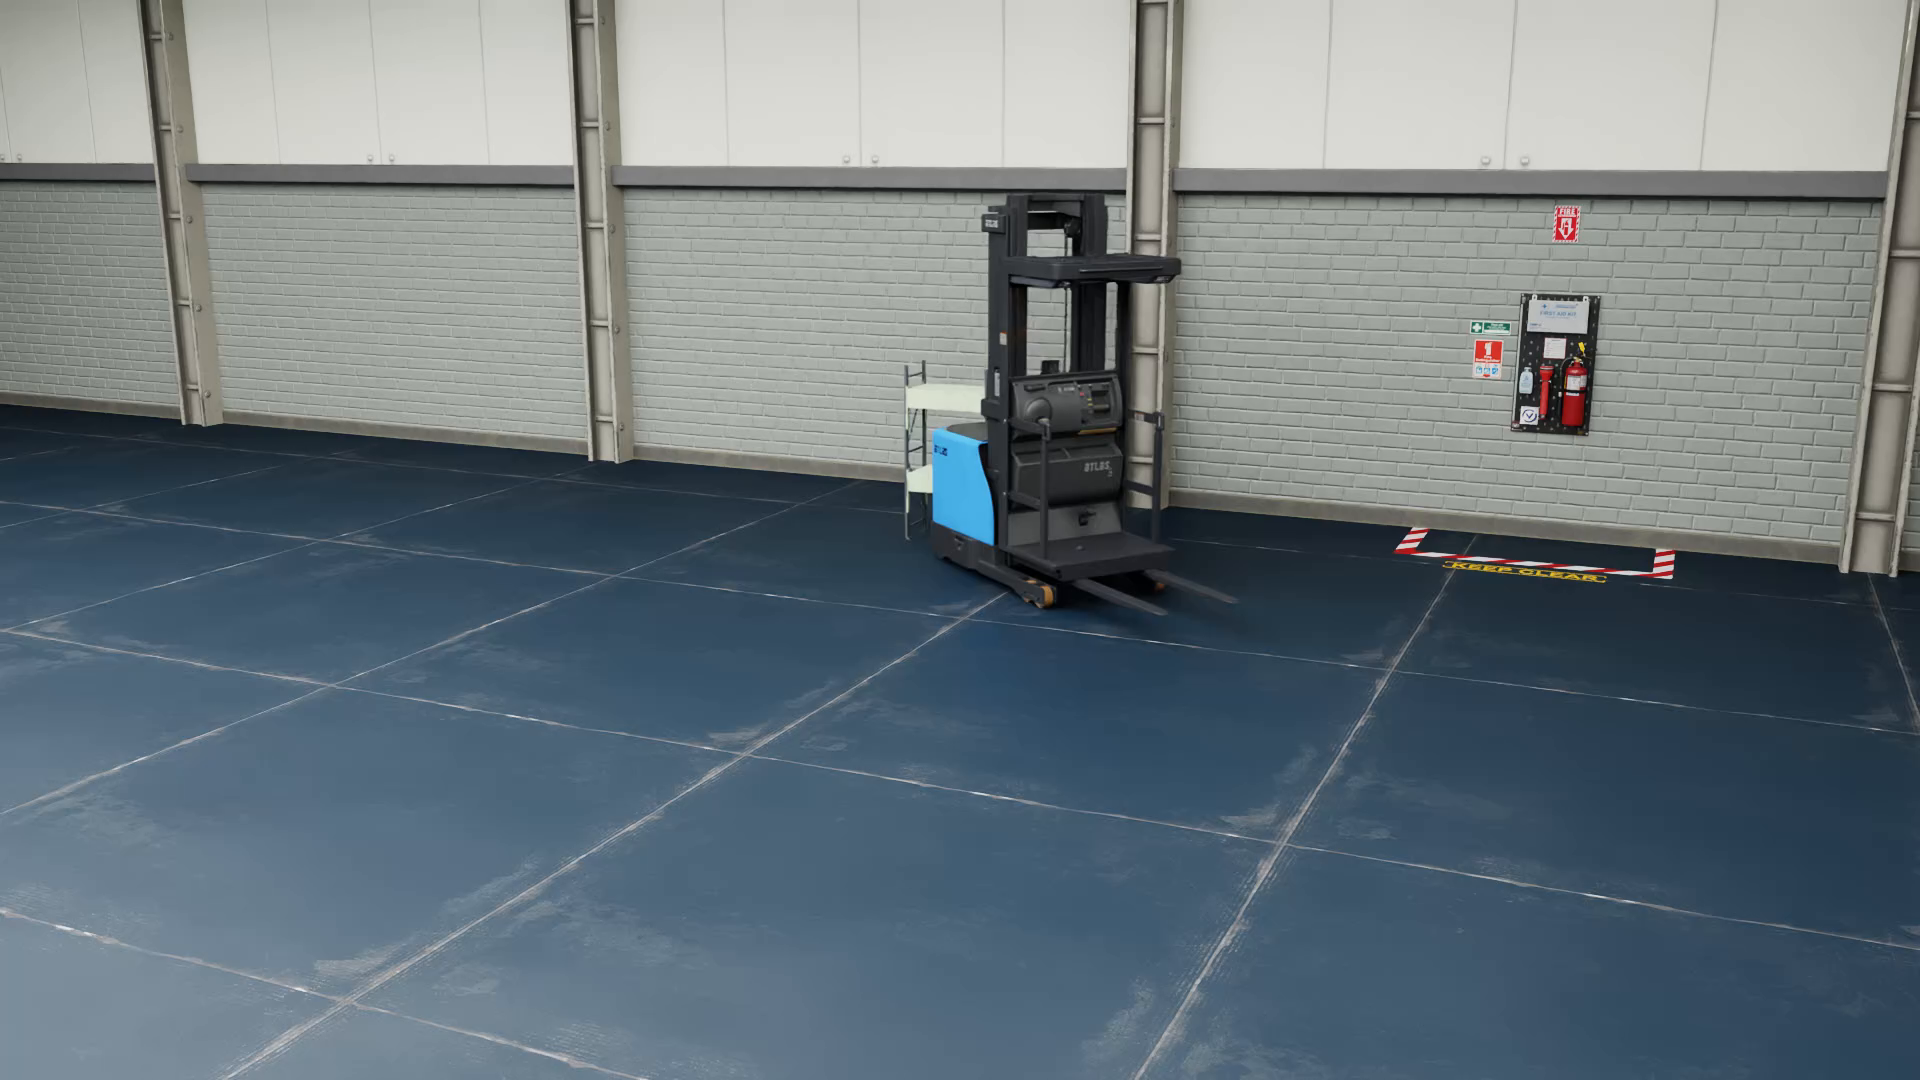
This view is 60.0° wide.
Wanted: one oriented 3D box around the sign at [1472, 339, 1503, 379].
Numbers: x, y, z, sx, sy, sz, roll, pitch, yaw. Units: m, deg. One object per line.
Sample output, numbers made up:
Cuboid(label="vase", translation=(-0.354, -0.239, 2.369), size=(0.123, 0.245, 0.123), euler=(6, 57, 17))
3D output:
Cuboid(label="sign", translation=(4.506, -1.545, 14.196), size=(0.234, 0.329, 0.001), euler=(6, 14, 23))

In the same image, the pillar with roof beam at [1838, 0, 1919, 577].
Cuboid(label="pillar with roof beam", translation=(5.470, -3.240, 8.364), size=(0.400, 9.000, 9.100), euler=(6, 14, 23))

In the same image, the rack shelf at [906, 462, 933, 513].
Cuboid(label="rack shelf", translation=(-0.045, -0.427, 14.217), size=(0.720, 0.370, 0.431), euler=(6, 14, 22))

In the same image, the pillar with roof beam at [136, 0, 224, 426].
Cuboid(label="pillar with roof beam", translation=(-10.988, -4.906, 15.462), size=(0.400, 9.000, 9.100), euler=(6, 14, 23))

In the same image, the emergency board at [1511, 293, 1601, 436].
Cuboid(label="emergency board", translation=(4.969, -1.455, 13.890), size=(0.643, 1.169, 0.194), euler=(6, 14, 23))

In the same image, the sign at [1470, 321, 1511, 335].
Cuboid(label="sign", translation=(4.506, -1.801, 14.126), size=(0.331, 0.109, 0.001), euler=(6, 14, 23))

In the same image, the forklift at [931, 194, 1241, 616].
Cuboid(label="forklift", translation=(0.914, -1.047, 12.301), size=(1.130, 2.935, 3.031), euler=(-7, 15, -28))

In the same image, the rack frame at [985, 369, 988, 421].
Cuboid(label="rack frame", translation=(0.292, -0.711, 14.003), size=(0.023, 1.500, 0.400), euler=(6, 14, 22))

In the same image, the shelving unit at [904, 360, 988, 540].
Cuboid(label="shelving unit", translation=(-0.045, -0.744, 14.142), size=(0.755, 1.500, 0.431), euler=(6, 14, 22))

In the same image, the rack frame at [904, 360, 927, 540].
Cuboid(label="rack frame", translation=(-0.382, -0.777, 14.282), size=(0.023, 1.500, 0.400), euler=(6, 14, 22))

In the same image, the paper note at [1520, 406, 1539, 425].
Cuboid(label="paper note", translation=(4.835, -1.057, 14.122), size=(0.142, 0.148, 0.016), euler=(6, 14, 23))

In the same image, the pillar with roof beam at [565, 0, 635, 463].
Cuboid(label="pillar with roof beam", translation=(-5.502, -4.350, 13.096), size=(0.400, 9.000, 9.100), euler=(6, 14, 23))

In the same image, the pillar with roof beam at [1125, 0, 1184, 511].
Cuboid(label="pillar with roof beam", translation=(-0.016, -3.795, 10.730), size=(0.400, 9.000, 9.100), euler=(6, 14, 23))

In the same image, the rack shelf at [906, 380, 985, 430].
Cuboid(label="rack shelf", translation=(-0.045, -1.124, 14.053), size=(0.720, 0.370, 0.431), euler=(6, 14, 22))

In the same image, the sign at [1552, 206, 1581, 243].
Cuboid(label="sign", translation=(5.002, -2.605, 13.717), size=(0.199, 0.298, 0.001), euler=(6, 14, 23))
